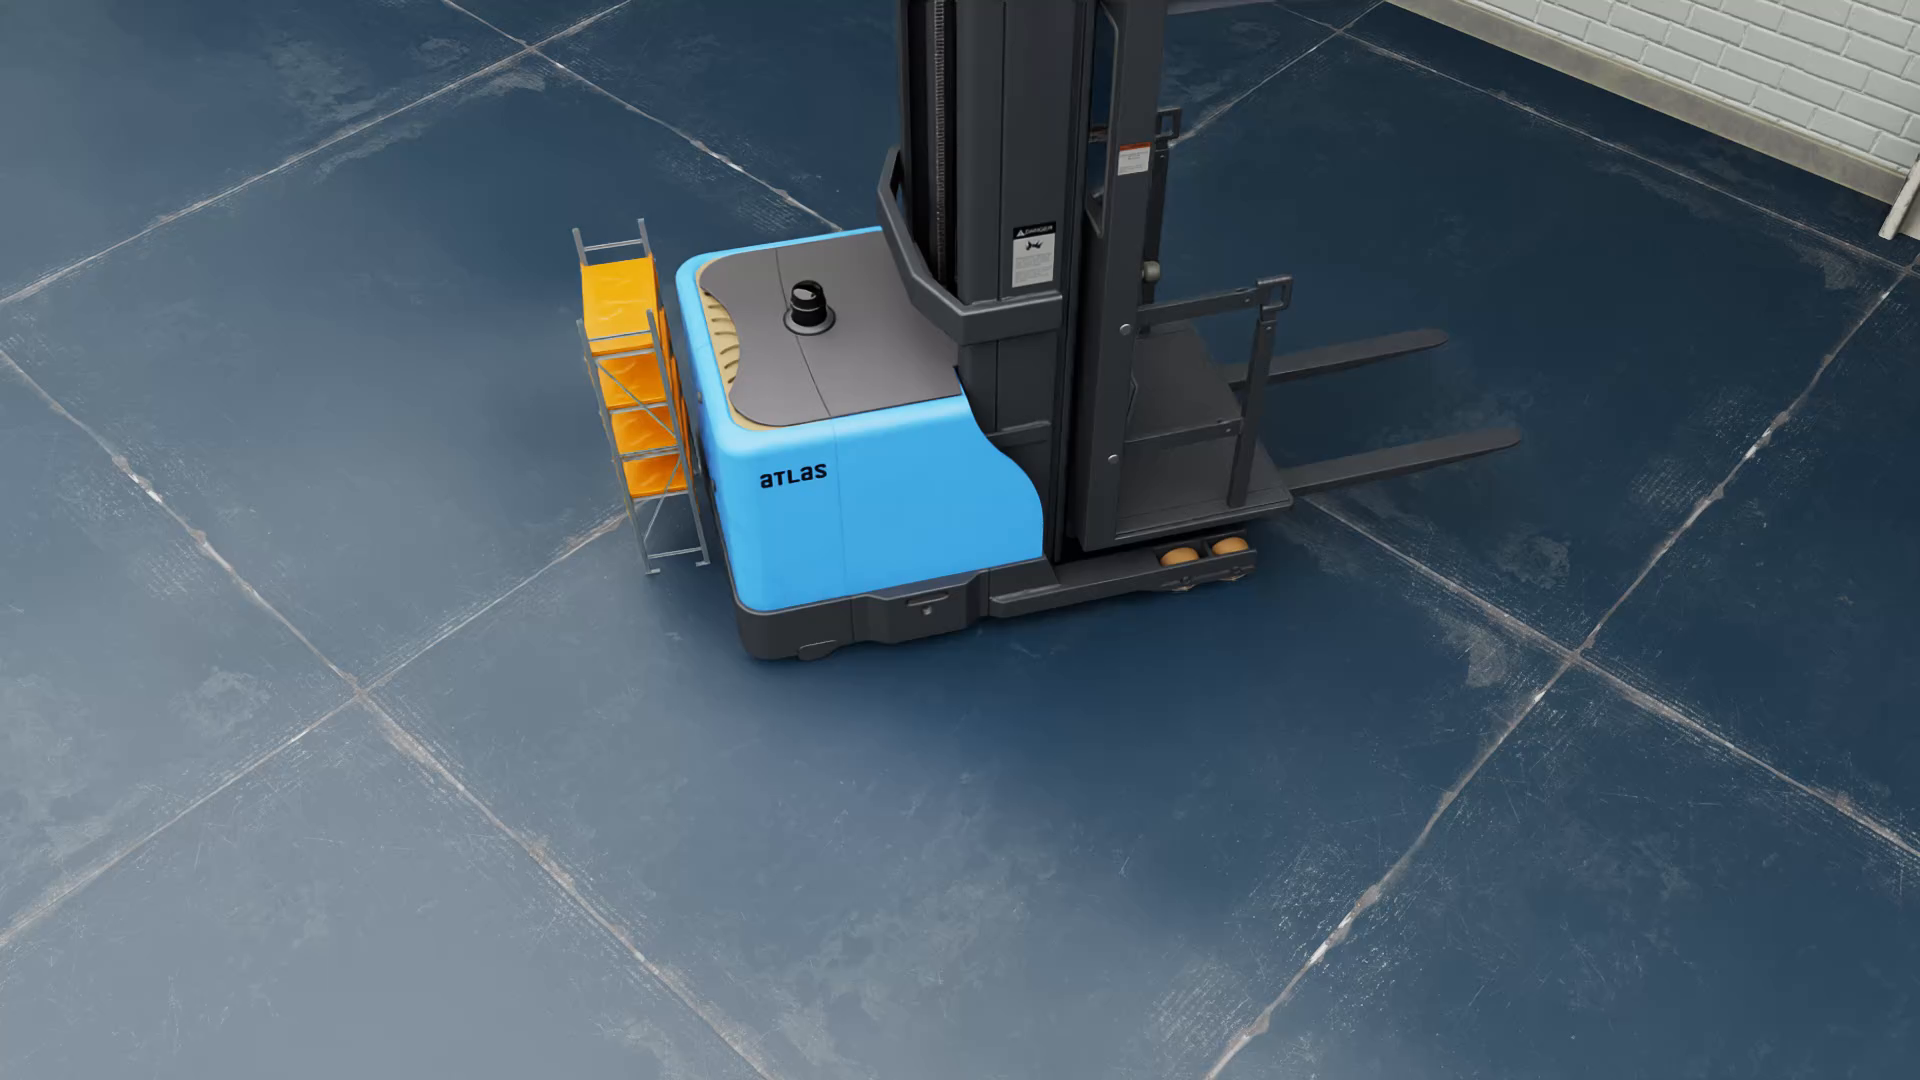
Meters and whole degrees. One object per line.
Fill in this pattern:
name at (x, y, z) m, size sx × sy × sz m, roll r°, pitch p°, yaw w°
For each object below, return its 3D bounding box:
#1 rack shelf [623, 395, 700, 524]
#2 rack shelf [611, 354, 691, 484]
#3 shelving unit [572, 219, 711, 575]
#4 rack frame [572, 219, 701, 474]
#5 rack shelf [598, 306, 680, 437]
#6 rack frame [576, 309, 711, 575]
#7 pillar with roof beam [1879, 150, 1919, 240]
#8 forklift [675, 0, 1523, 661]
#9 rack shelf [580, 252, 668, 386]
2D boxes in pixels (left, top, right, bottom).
rack shelf at (-1.100, -0.298, 6.063) m, size 0.258 × 0.148 × 0.480 m, roll -9°, pitch 47°, yaw -5°
rack shelf at (-1.109, -0.432, 5.917) m, size 0.258 × 0.148 × 0.480 m, roll -9°, pitch 47°, yaw -5°
shelving unit at (-1.112, -0.478, 5.868) m, size 0.258 × 1.200 × 0.503 m, roll -9°, pitch 47°, yaw -5°
rack frame at (-1.156, -0.653, 6.032) m, size 0.240 × 1.200 × 0.015 m, roll -9°, pitch 47°, yaw -5°
rack shelf at (-1.119, -0.584, 5.753) m, size 0.258 × 0.148 × 0.480 m, roll -9°, pitch 47°, yaw -5°
rack frame at (-1.067, -0.303, 5.703) m, size 0.240 × 1.200 × 0.015 m, roll -9°, pitch 47°, yaw -5°
pillar with roof beam at (1.498, -2.143, 2.090) m, size 0.400 × 9.000 × 9.100 m, roll 34°, pitch 55°, yaw 28°
forklift at (0.588, -1.179, 5.346) m, size 3.031 × 2.935 × 1.130 m, roll -11°, pitch 48°, yaw -10°
rack shelf at (-1.129, -0.744, 5.579) m, size 0.258 × 0.148 × 0.480 m, roll -9°, pitch 47°, yaw -5°
